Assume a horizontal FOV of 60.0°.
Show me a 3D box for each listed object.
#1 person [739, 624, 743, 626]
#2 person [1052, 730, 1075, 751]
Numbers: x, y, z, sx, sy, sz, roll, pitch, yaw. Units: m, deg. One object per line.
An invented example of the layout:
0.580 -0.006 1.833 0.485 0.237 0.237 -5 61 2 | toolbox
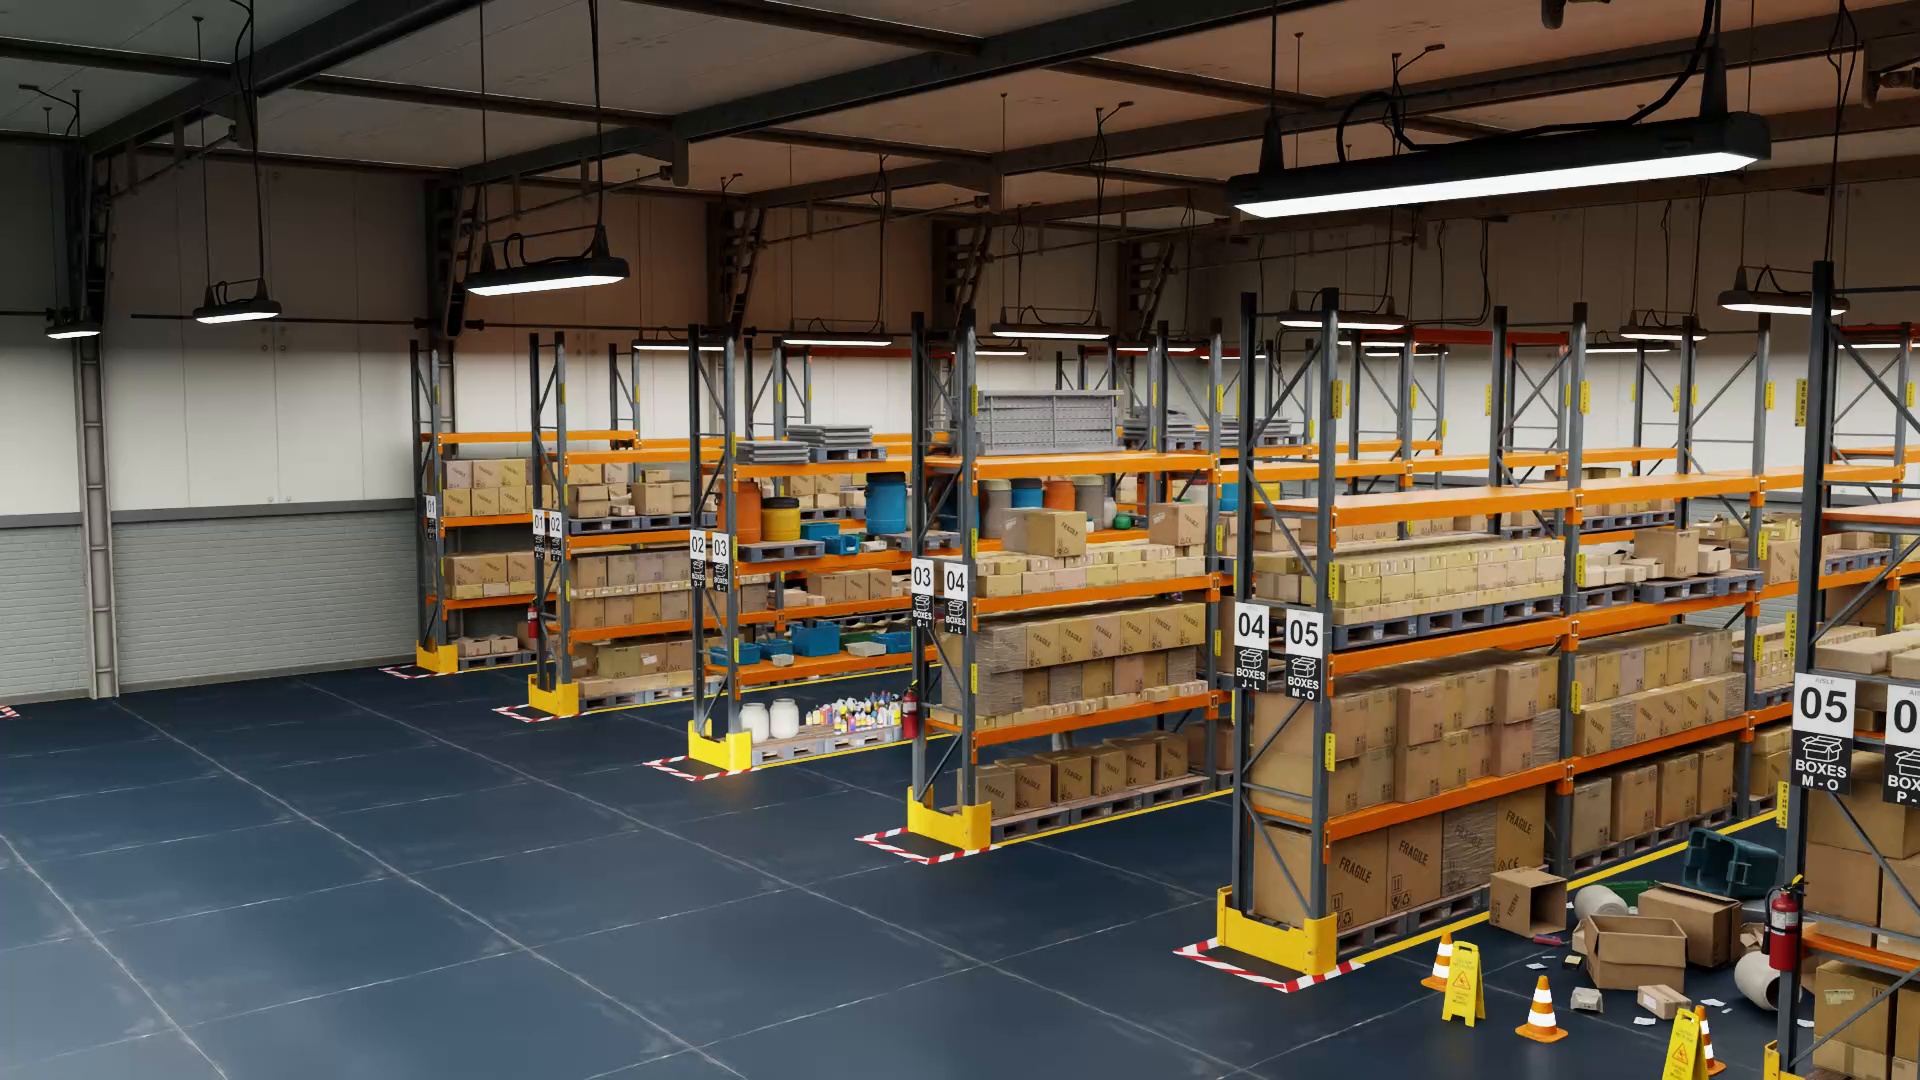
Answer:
-4.243 1.504 31.174 0.505 1.614 0.665 2 6 17 | person
1.369 2.279 22.170 0.480 1.692 0.517 2 6 23 | person
